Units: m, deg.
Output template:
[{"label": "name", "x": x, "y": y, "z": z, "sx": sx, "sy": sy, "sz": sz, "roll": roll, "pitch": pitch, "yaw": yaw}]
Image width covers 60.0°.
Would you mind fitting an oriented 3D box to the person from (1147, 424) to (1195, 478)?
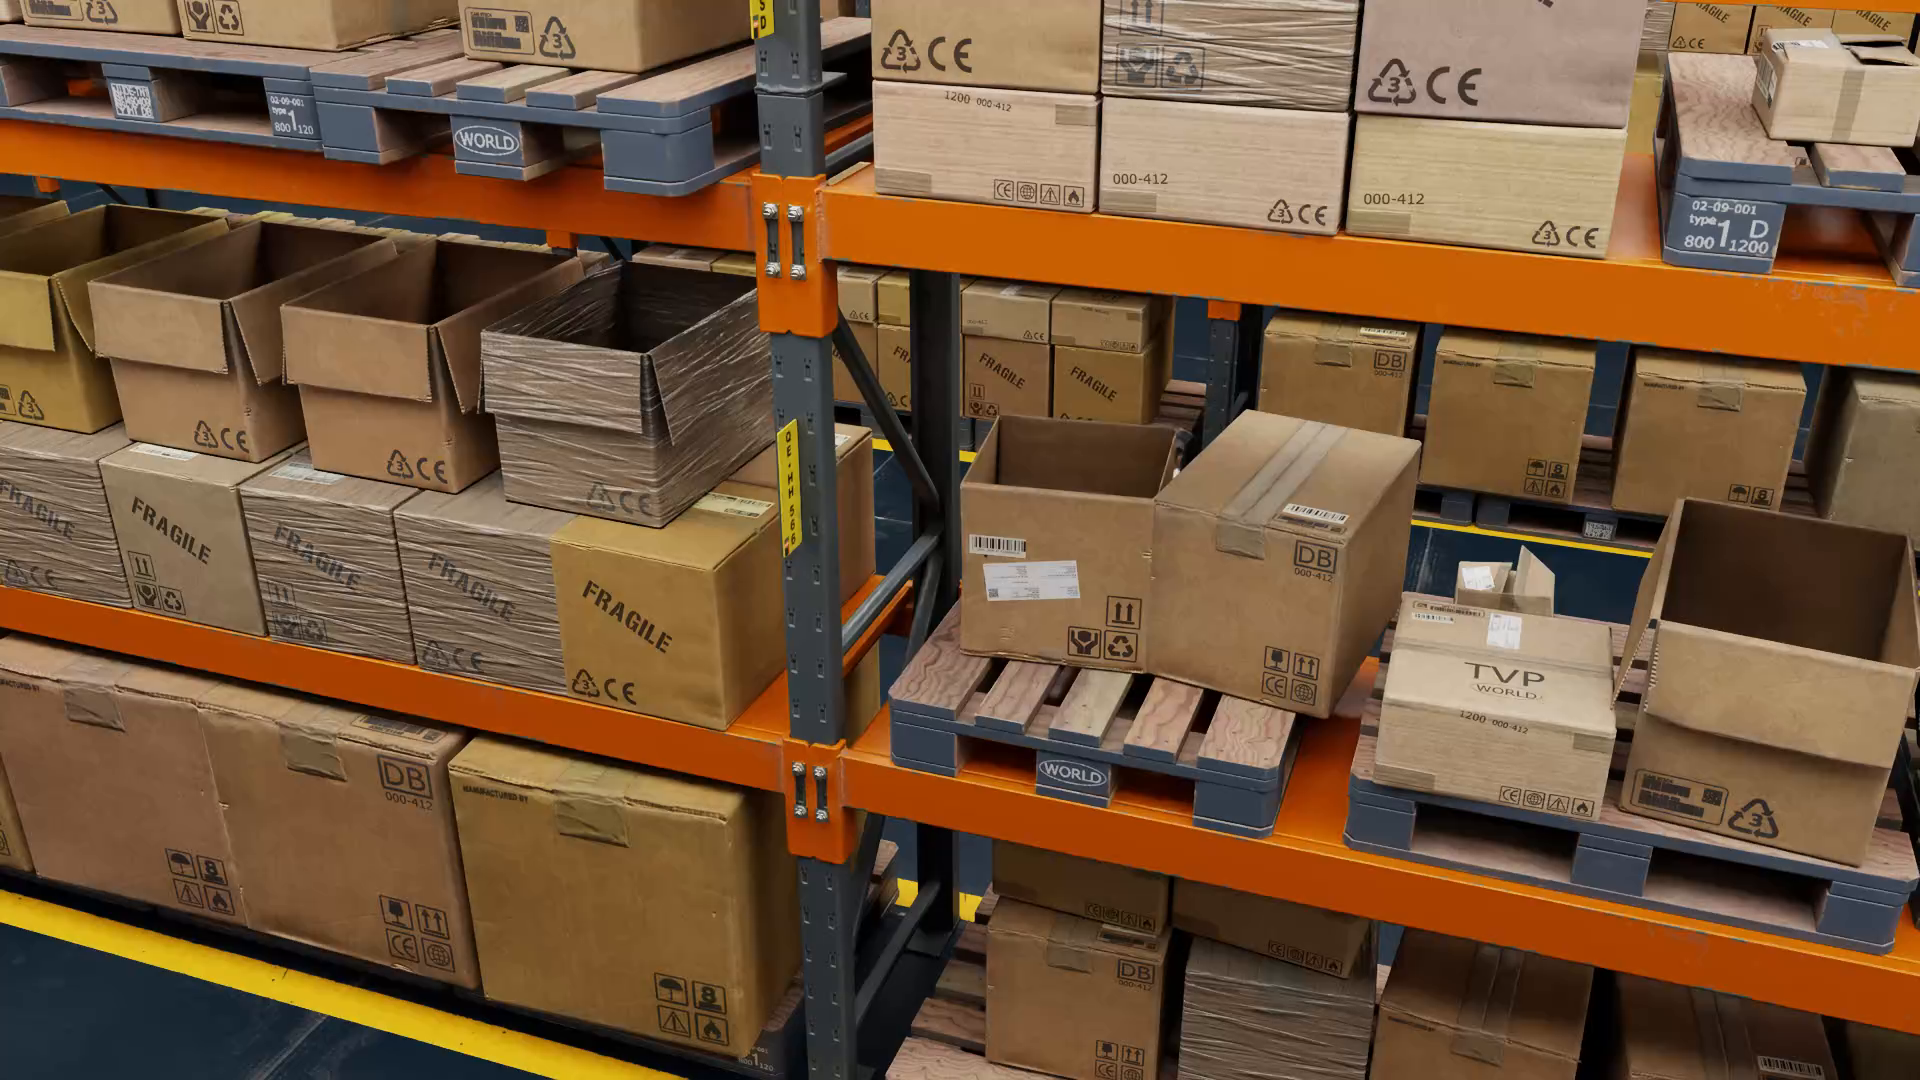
[{"label": "person", "x": 0.873, "y": 0.027, "z": 7.349, "sx": 0.463, "sy": 0.993, "sz": 0.811, "roll": 8, "pitch": 27, "yaw": 16}]
